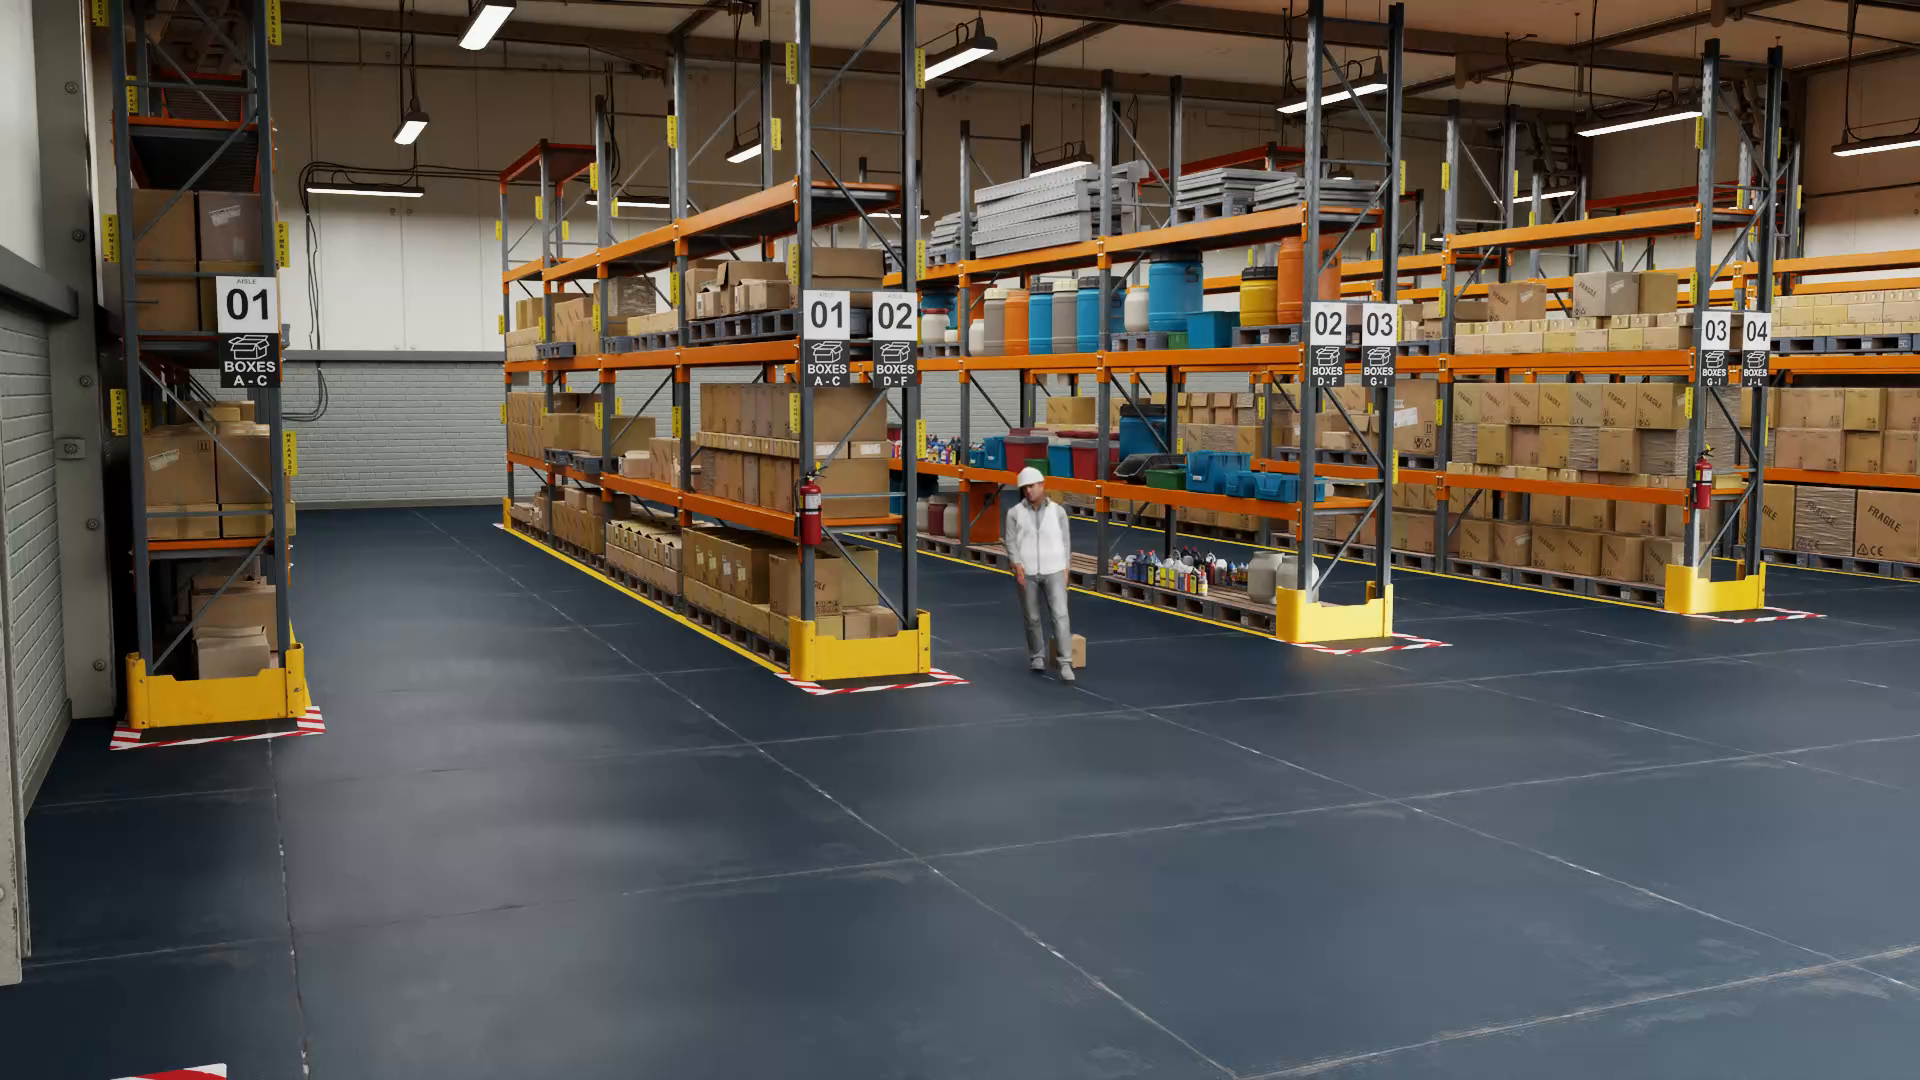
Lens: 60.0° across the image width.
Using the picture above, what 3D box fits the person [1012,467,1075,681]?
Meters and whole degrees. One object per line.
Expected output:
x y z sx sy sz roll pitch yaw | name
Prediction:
0.688 0.262 13.739 0.516 1.718 0.876 0 5 2 | person
